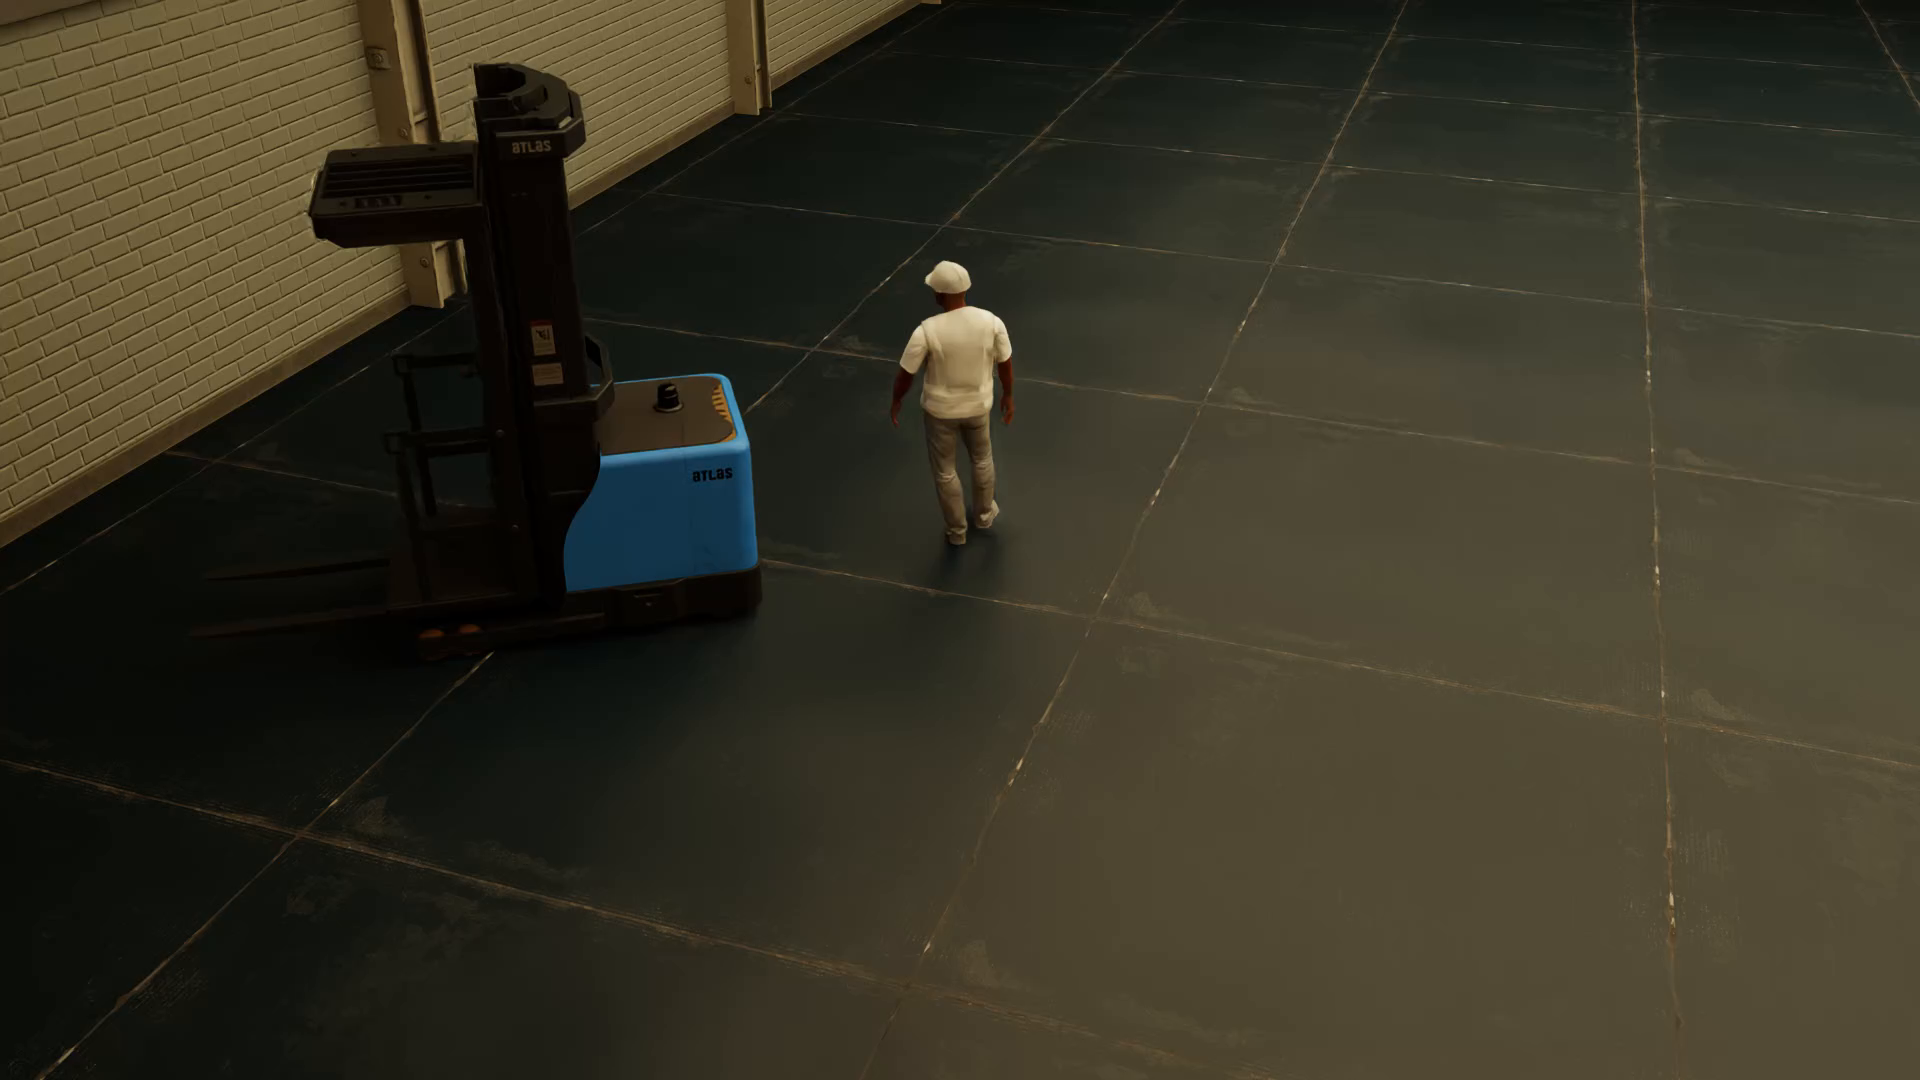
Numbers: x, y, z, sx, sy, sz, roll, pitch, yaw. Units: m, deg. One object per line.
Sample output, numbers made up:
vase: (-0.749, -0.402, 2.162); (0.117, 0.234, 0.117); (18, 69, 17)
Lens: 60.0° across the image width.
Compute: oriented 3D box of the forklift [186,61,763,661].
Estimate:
forklift: (-2.686, -0.912, 8.737); (3.031, 2.935, 1.130); (-7, 30, -12)

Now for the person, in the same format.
person: (-0.042, -0.808, 9.757); (0.716, 1.762, 0.474); (-10, 31, -16)
